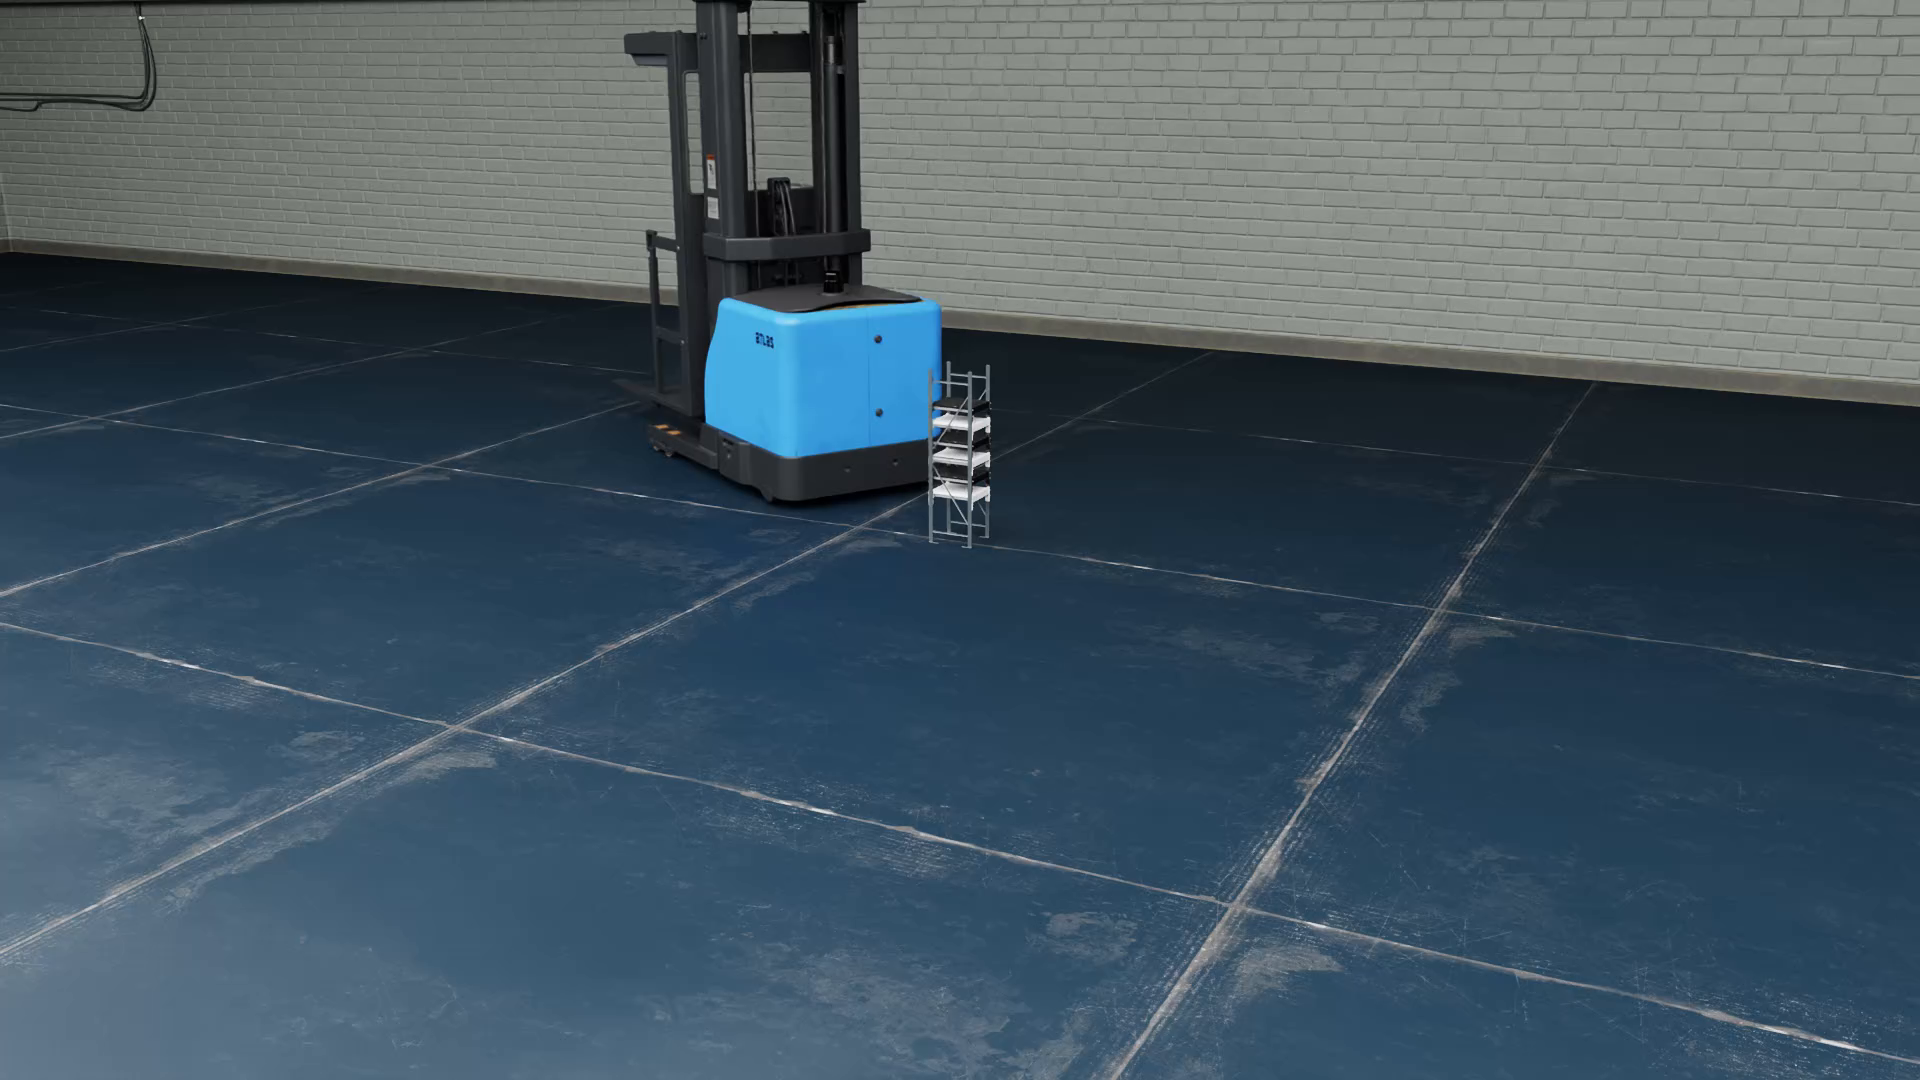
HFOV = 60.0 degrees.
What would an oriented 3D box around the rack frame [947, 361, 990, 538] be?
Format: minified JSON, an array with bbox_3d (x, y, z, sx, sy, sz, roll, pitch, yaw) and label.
[{"bbox_3d":[0.042,-0.455,8.476,0.240,0.900,0.006,8,18,25],"label":"rack frame"}]

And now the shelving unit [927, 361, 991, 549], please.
[{"bbox_3d":[-0.004,-0.429,8.389,0.258,0.900,0.210,8,18,25],"label":"shelving unit"}]

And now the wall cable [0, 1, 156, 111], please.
[{"bbox_3d":[-10.401,-6.188,19.007,3.097,2.526,0.112,8,18,25],"label":"wall cable"}]

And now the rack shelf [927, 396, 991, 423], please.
[{"bbox_3d":[-0.004,-0.656,8.322,0.258,0.077,0.200,8,18,25],"label":"rack shelf"}]

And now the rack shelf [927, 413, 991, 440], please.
[{"bbox_3d":[-0.004,-0.570,8.348,0.258,0.077,0.200,8,18,25],"label":"rack shelf"}]

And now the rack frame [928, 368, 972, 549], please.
[{"bbox_3d":[-0.049,-0.403,8.302,0.240,0.900,0.006,8,18,25],"label":"rack frame"}]

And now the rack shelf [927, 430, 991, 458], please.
[{"bbox_3d":[-0.004,-0.484,8.373,0.258,0.077,0.200,8,18,25],"label":"rack shelf"}]

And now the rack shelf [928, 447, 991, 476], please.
[{"bbox_3d":[-0.004,-0.397,8.399,0.258,0.077,0.200,8,18,25],"label":"rack shelf"}]

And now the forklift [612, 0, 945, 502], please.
[{"bbox_3d":[-1.300,-1.978,10.037,1.130,2.935,3.031,-10,19,-31],"label":"forklift"}]

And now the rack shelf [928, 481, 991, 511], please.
[{"bbox_3d":[-0.004,-0.225,8.450,0.258,0.077,0.200,8,18,25],"label":"rack shelf"}]

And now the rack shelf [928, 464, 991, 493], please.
[{"bbox_3d":[-0.004,-0.311,8.424,0.258,0.077,0.200,8,18,25],"label":"rack shelf"}]
